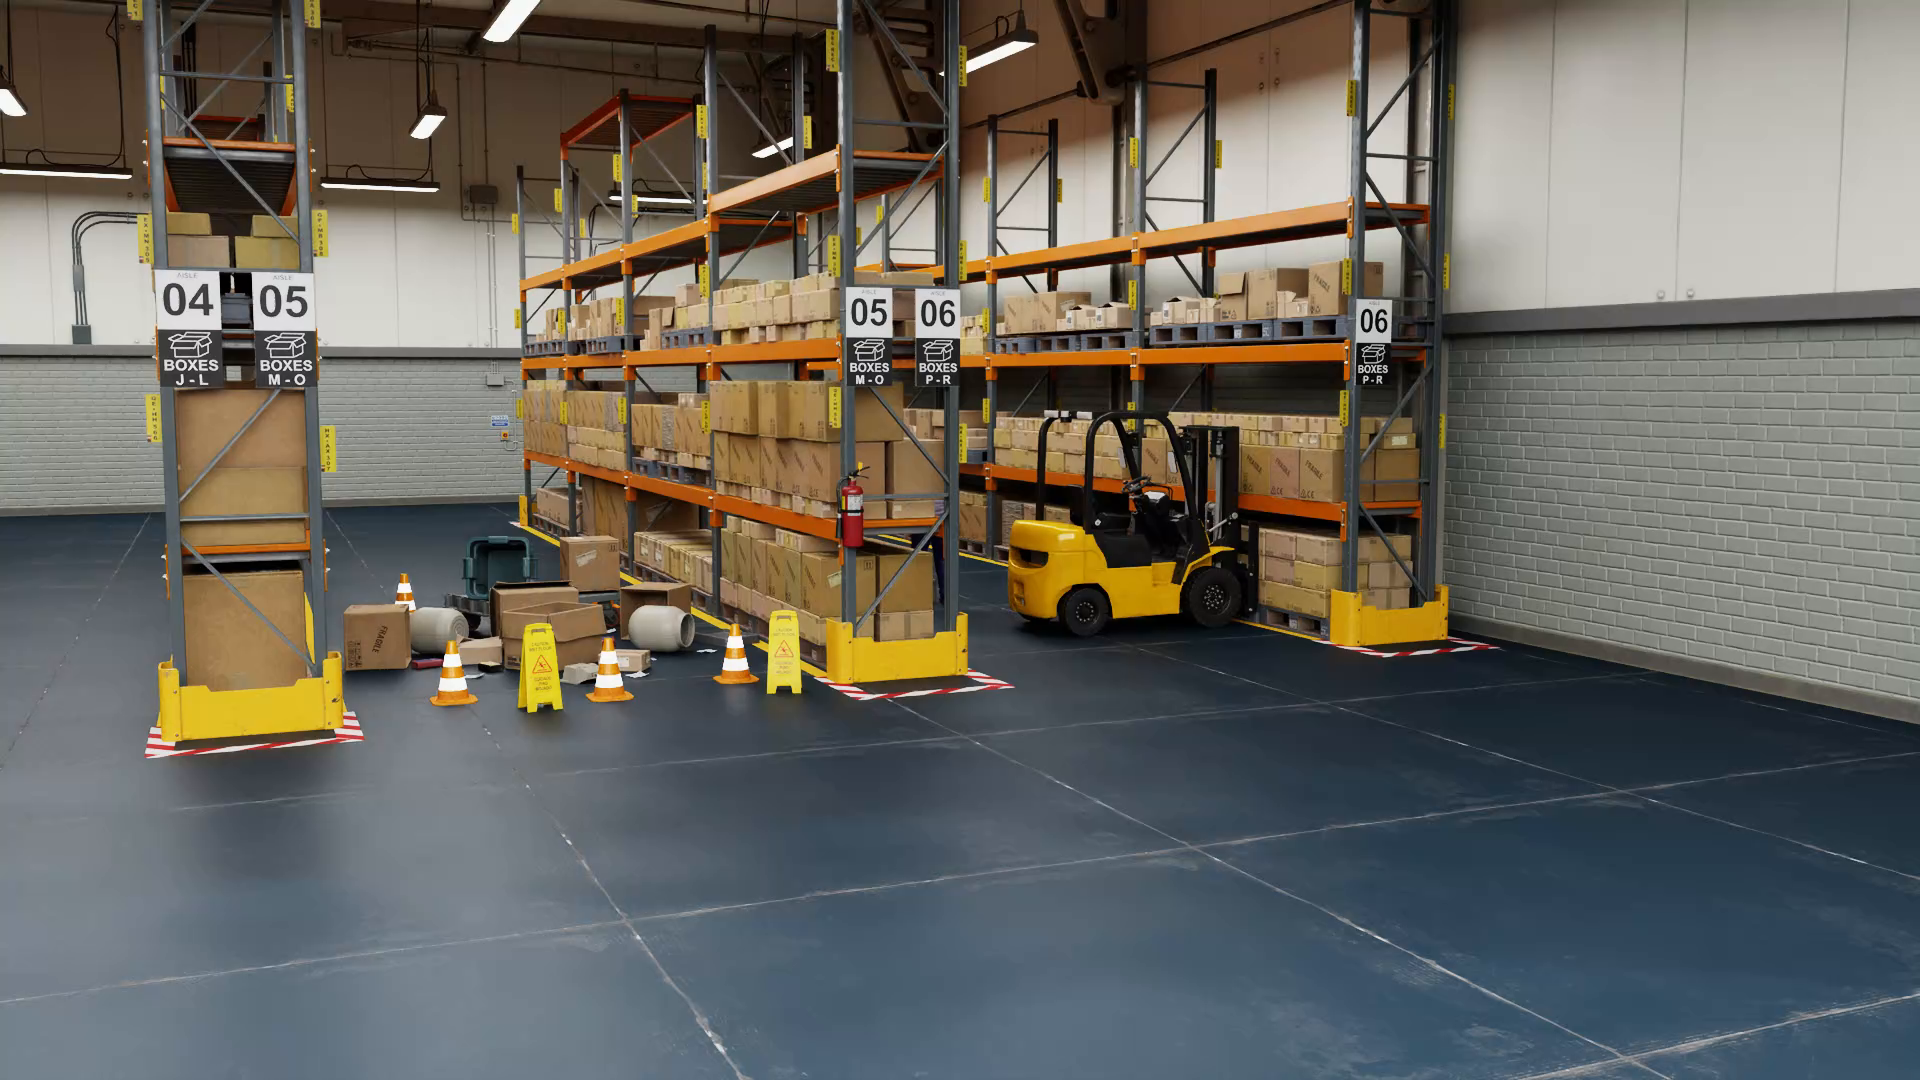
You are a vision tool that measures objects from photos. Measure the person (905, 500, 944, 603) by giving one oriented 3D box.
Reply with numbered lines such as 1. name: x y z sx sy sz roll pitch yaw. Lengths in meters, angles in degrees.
1. person: -0.331 -0.115 18.233 0.563 1.653 0.363 -3 6 -26
